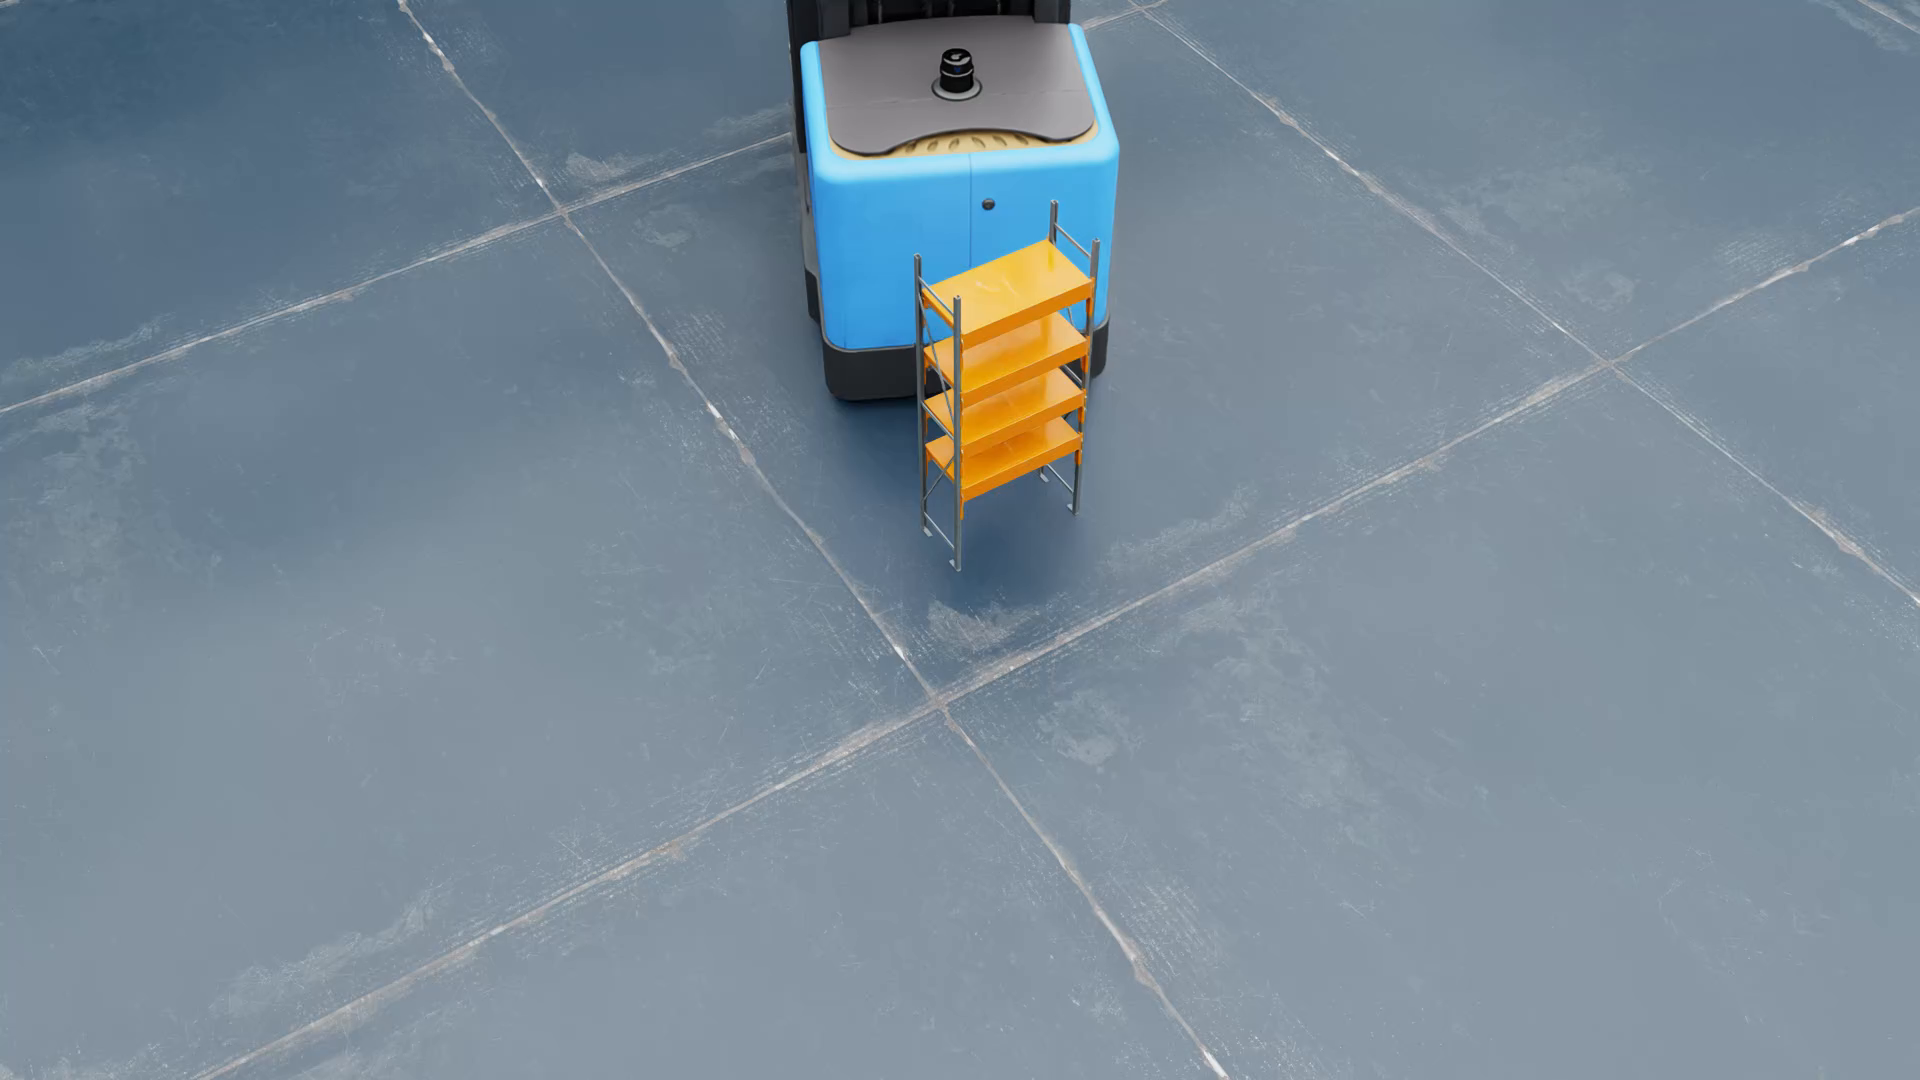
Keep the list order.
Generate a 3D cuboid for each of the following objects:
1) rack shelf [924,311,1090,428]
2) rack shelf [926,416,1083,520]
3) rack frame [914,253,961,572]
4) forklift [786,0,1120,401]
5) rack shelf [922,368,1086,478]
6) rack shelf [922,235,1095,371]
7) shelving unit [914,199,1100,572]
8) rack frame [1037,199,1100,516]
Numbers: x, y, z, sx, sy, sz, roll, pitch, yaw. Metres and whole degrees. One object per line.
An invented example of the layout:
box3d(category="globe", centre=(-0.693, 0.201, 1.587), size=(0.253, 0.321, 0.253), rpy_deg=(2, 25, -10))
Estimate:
box3d(category="rack shelf", centre=(0.140, -0.569, 5.244), size=(0.480, 0.148, 0.258), rpy_deg=(-25, 53, -21))
box3d(category="rack shelf", centre=(0.140, -0.288, 5.559), size=(0.480, 0.148, 0.258), rpy_deg=(-25, 53, -21))
box3d(category="rack frame", centre=(-0.066, -0.368, 5.274), size=(0.015, 1.200, 0.240), rpy_deg=(-25, 53, -21))
box3d(category="forklift", centre=(-0.150, -2.600, 6.103), size=(1.130, 2.935, 3.031), rpy_deg=(-5, 49, -5))
box3d(category="rack shelf", centre=(0.140, -0.420, 5.411), size=(0.480, 0.148, 0.258), rpy_deg=(-25, 53, -21))
box3d(category="rack shelf", centre=(0.140, -0.726, 5.067), size=(0.480, 0.148, 0.258), rpy_deg=(-25, 53, -21))
box3d(category="shelving unit", centre=(0.140, -0.465, 5.361), size=(0.503, 1.200, 0.258), rpy_deg=(-25, 53, -21))
box3d(category="rack frame", centre=(0.346, -0.562, 5.447), size=(0.015, 1.200, 0.240), rpy_deg=(-25, 53, -21))
